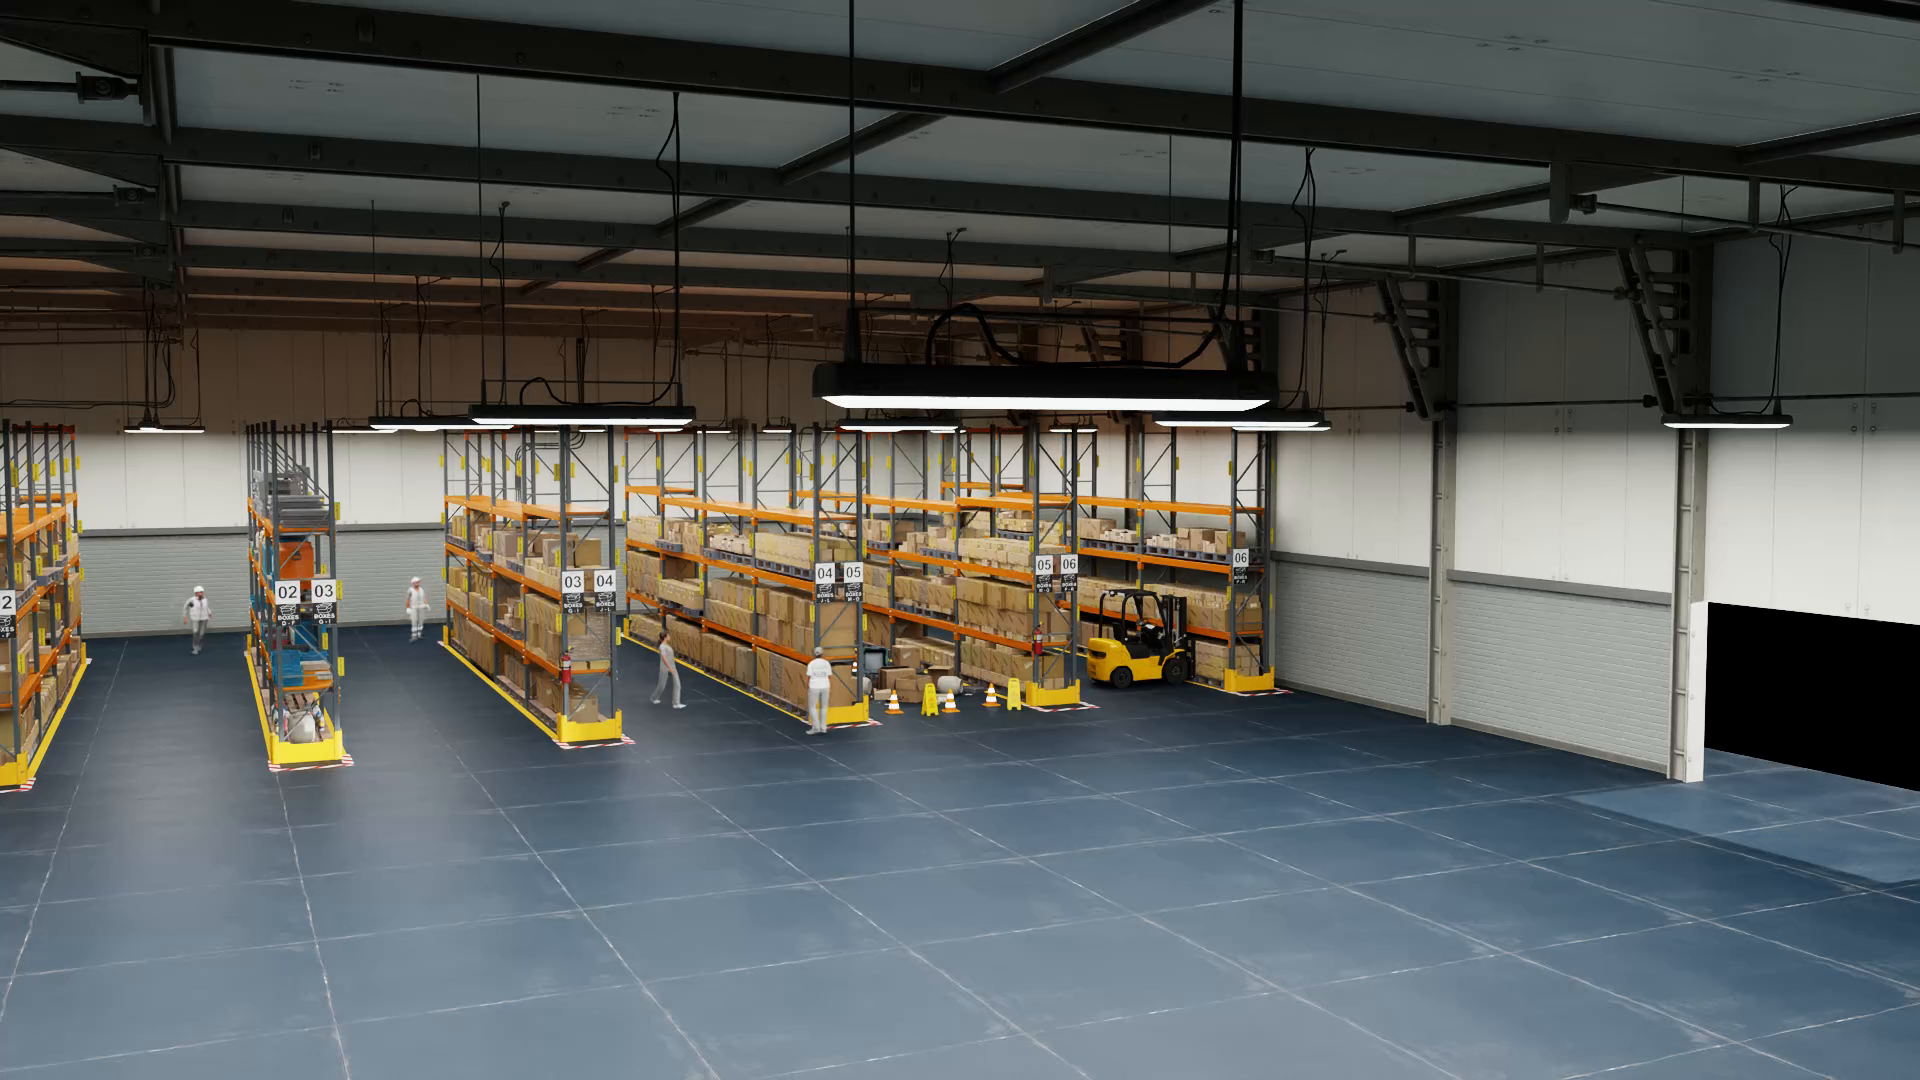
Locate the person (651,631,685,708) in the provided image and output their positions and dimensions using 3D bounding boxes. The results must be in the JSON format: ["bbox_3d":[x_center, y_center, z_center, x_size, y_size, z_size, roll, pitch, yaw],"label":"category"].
[{"bbox_3d":[-6.184,2.720,35.027,0.404,1.627,0.955,-3,5,-44],"label":"person"}]

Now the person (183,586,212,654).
[{"bbox_3d":[-20.216,2.123,44.087,0.671,1.796,0.865,-2,4,-32],"label":"person"}]

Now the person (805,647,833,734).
[{"bbox_3d":[-2.722,2.892,32.013,0.532,1.676,0.405,-1,4,-15],"label":"person"}]

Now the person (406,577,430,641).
[{"bbox_3d":[-15.143,1.918,46.466,0.635,1.736,1.003,-2,4,-25],"label":"person"}]
